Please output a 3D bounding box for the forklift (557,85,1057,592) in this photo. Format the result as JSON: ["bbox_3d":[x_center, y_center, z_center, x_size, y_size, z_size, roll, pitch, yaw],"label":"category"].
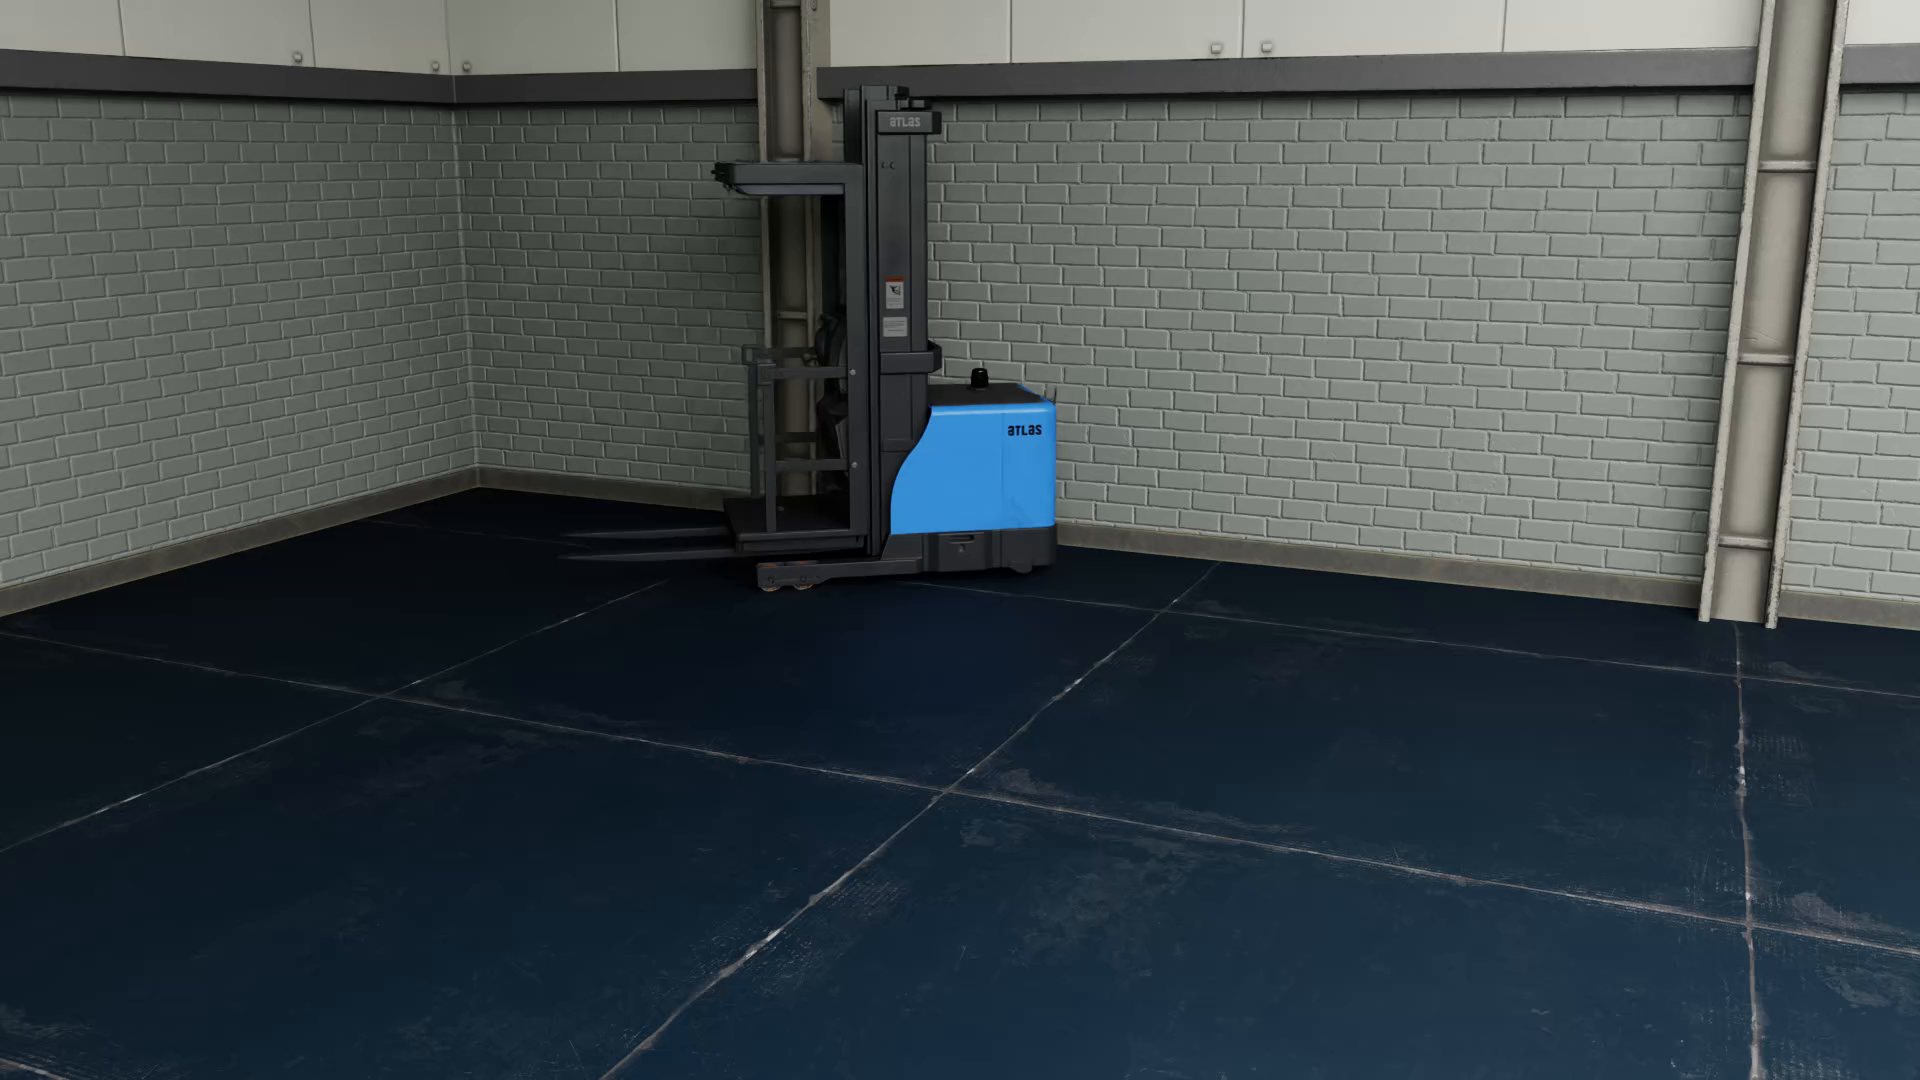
[{"bbox_3d":[-0.968,-1.250,10.166,3.031,2.935,1.130,-3,13,-12],"label":"forklift"}]

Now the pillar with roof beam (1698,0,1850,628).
[{"bbox_3d":[2.639,-3.044,4.527,0.400,9.000,9.100,6,14,23],"label":"pillar with roof beam"}]

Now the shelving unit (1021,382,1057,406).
[{"bbox_3d":[0.437,-0.501,11.003,0.252,1.050,0.215,11,15,23],"label":"shelving unit"}]

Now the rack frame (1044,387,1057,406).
[{"bbox_3d":[0.547,-0.479,10.954,0.008,1.050,0.200,11,15,23],"label":"rack frame"}]

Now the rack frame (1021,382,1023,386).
[{"bbox_3d":[0.327,-0.523,11.051,0.008,1.050,0.200,11,15,23],"label":"rack frame"}]

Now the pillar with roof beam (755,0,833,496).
[{"bbox_3d":[-2.847,-3.599,6.893,0.400,9.000,9.100,6,14,23],"label":"pillar with roof beam"}]
